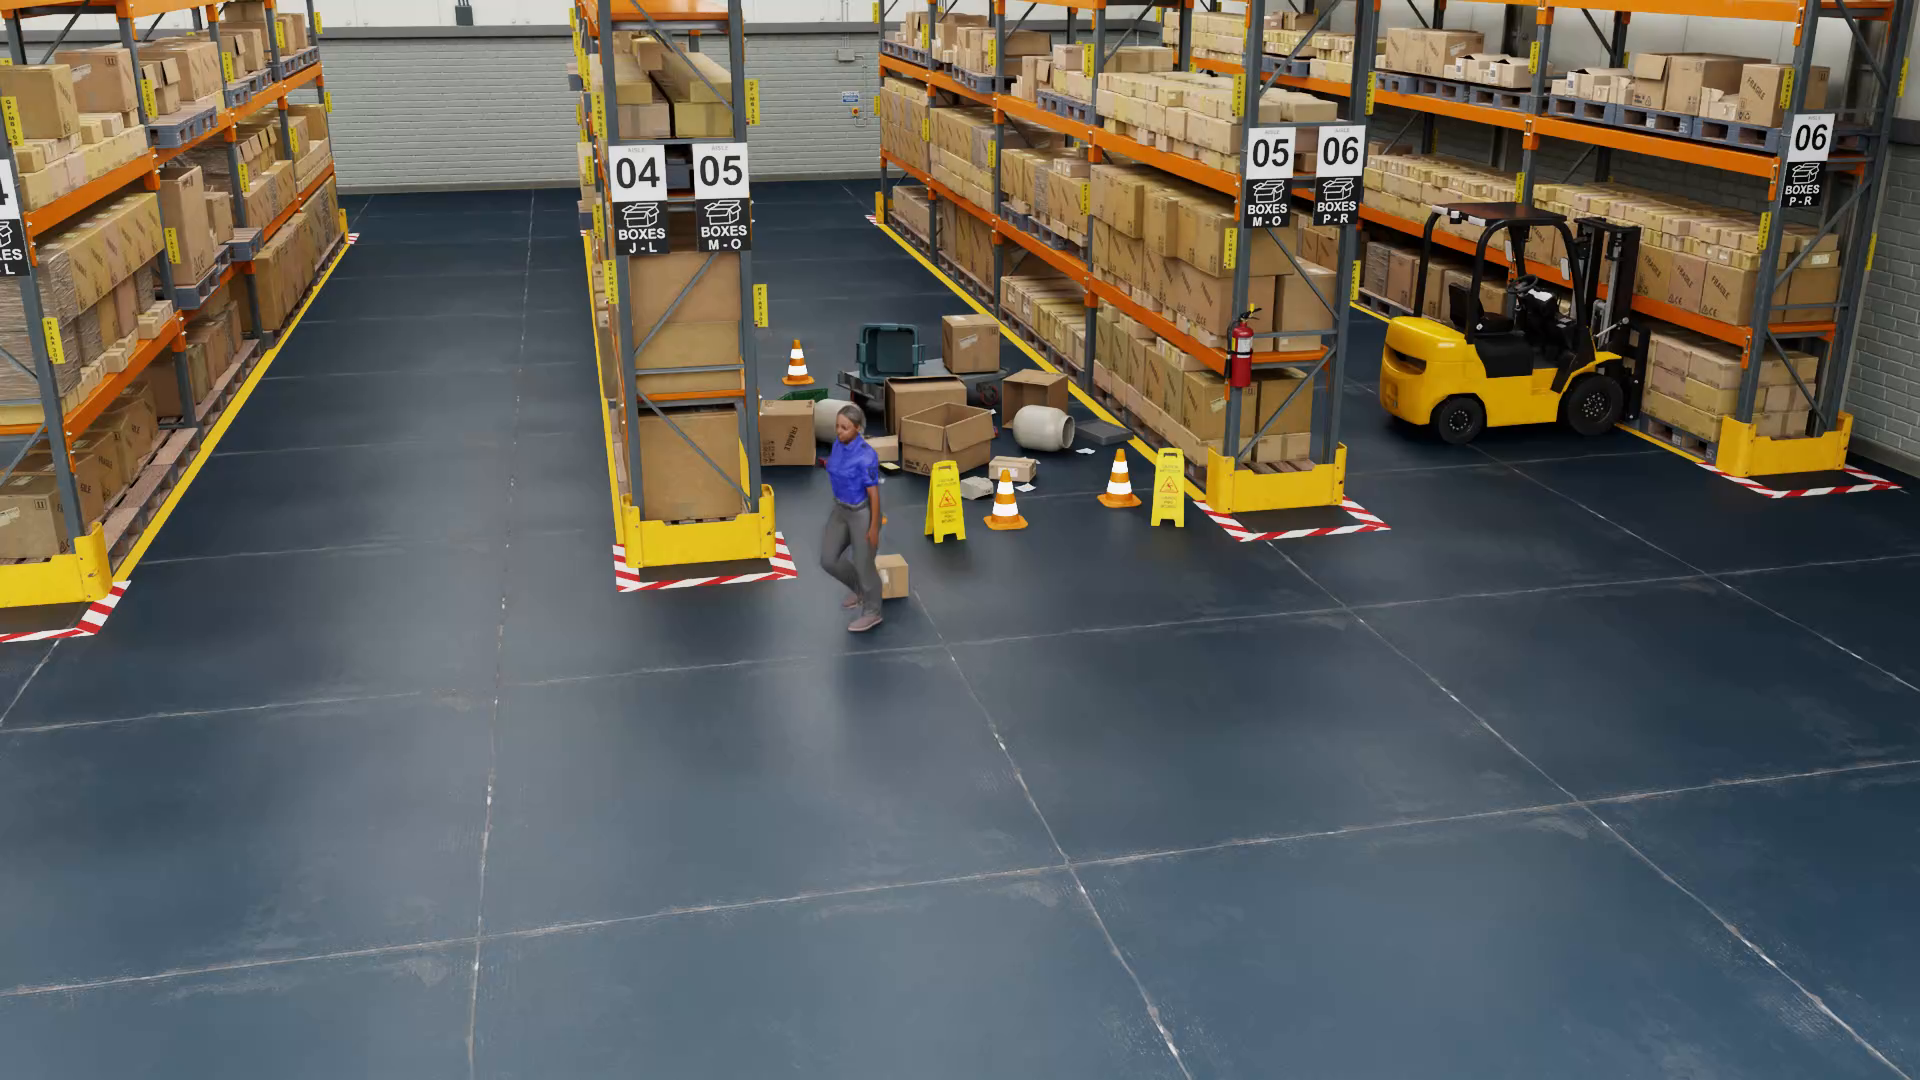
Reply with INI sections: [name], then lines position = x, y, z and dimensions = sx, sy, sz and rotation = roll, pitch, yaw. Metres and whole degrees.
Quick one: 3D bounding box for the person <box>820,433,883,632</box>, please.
[person]
position = -0.703, -0.070, 11.535
dimensions = 0.461, 1.451, 0.505
rotation = -17, 26, -39
